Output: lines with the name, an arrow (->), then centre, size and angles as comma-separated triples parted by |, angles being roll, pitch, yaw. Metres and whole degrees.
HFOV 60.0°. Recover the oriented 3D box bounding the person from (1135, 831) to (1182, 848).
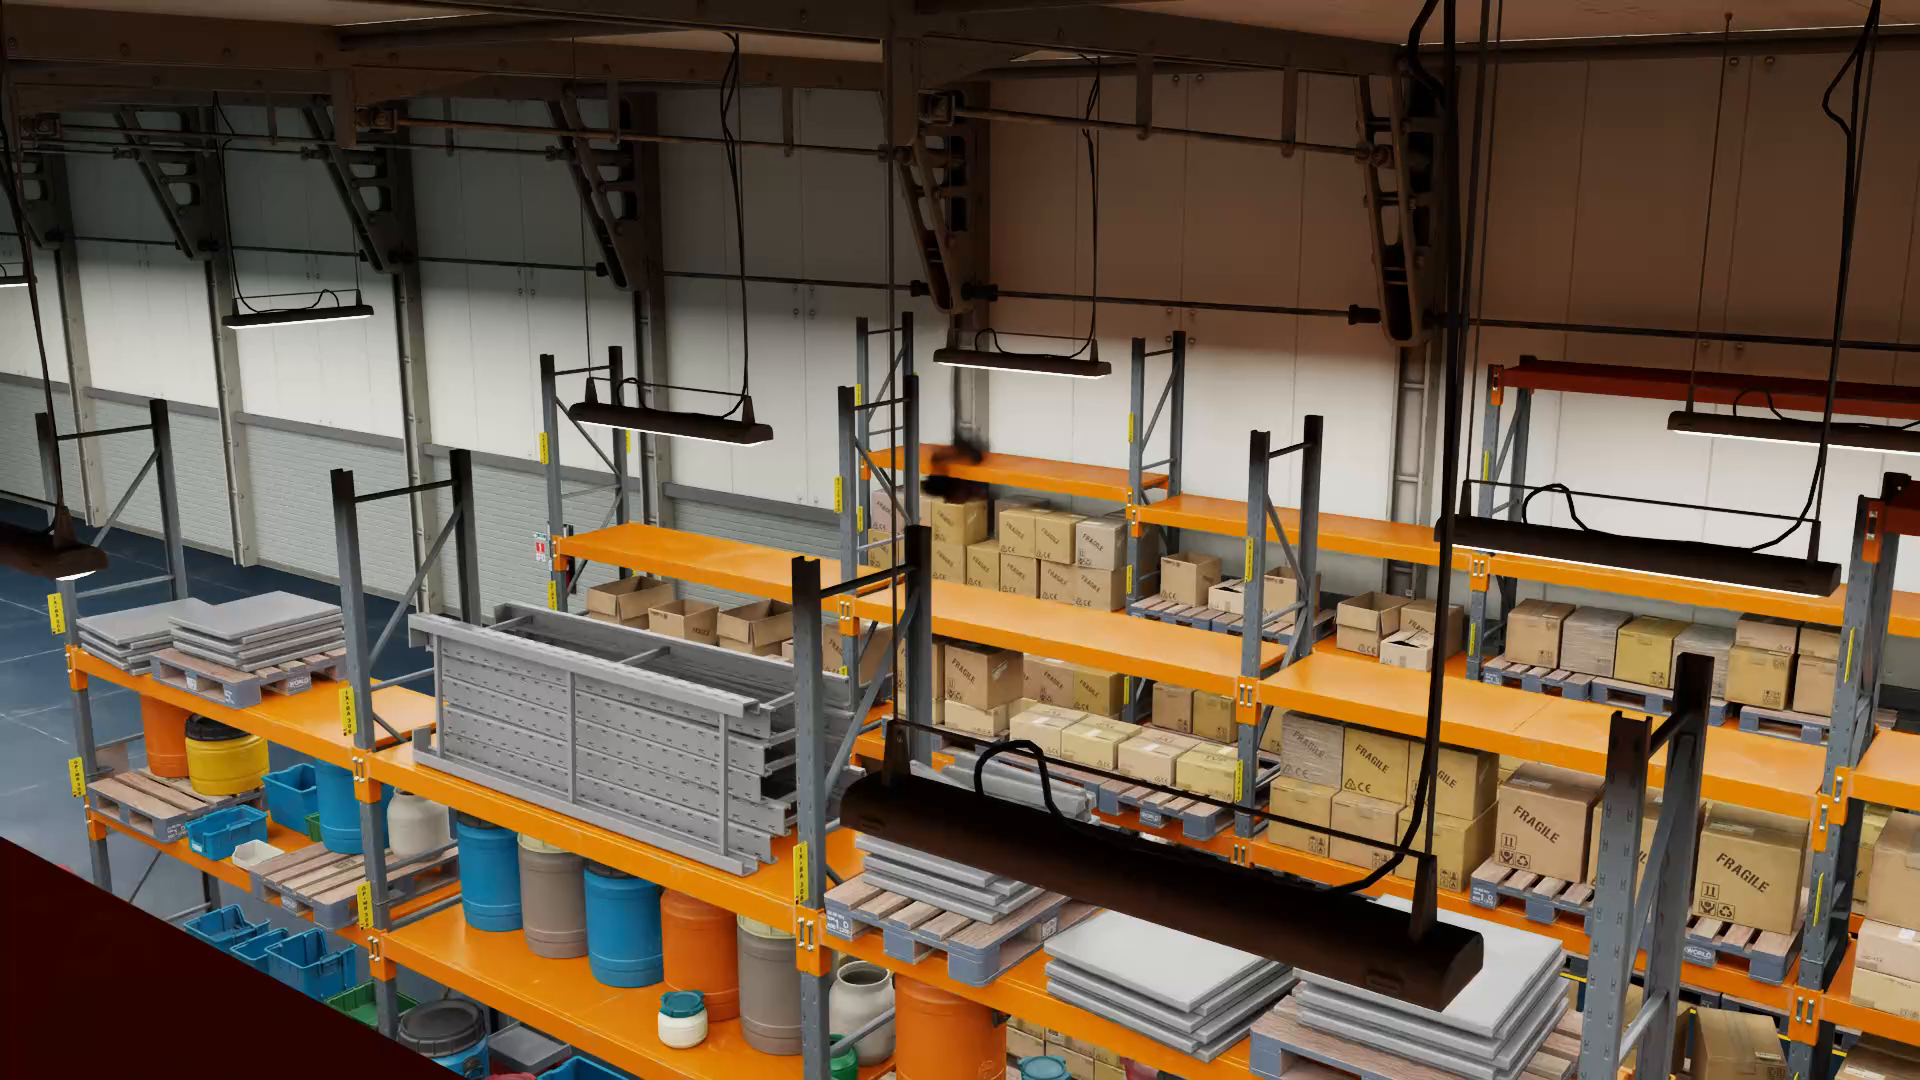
person -> 1.934, 3.386, 16.829 | 0.907, 1.699, 0.569 | 6, 14, 24
